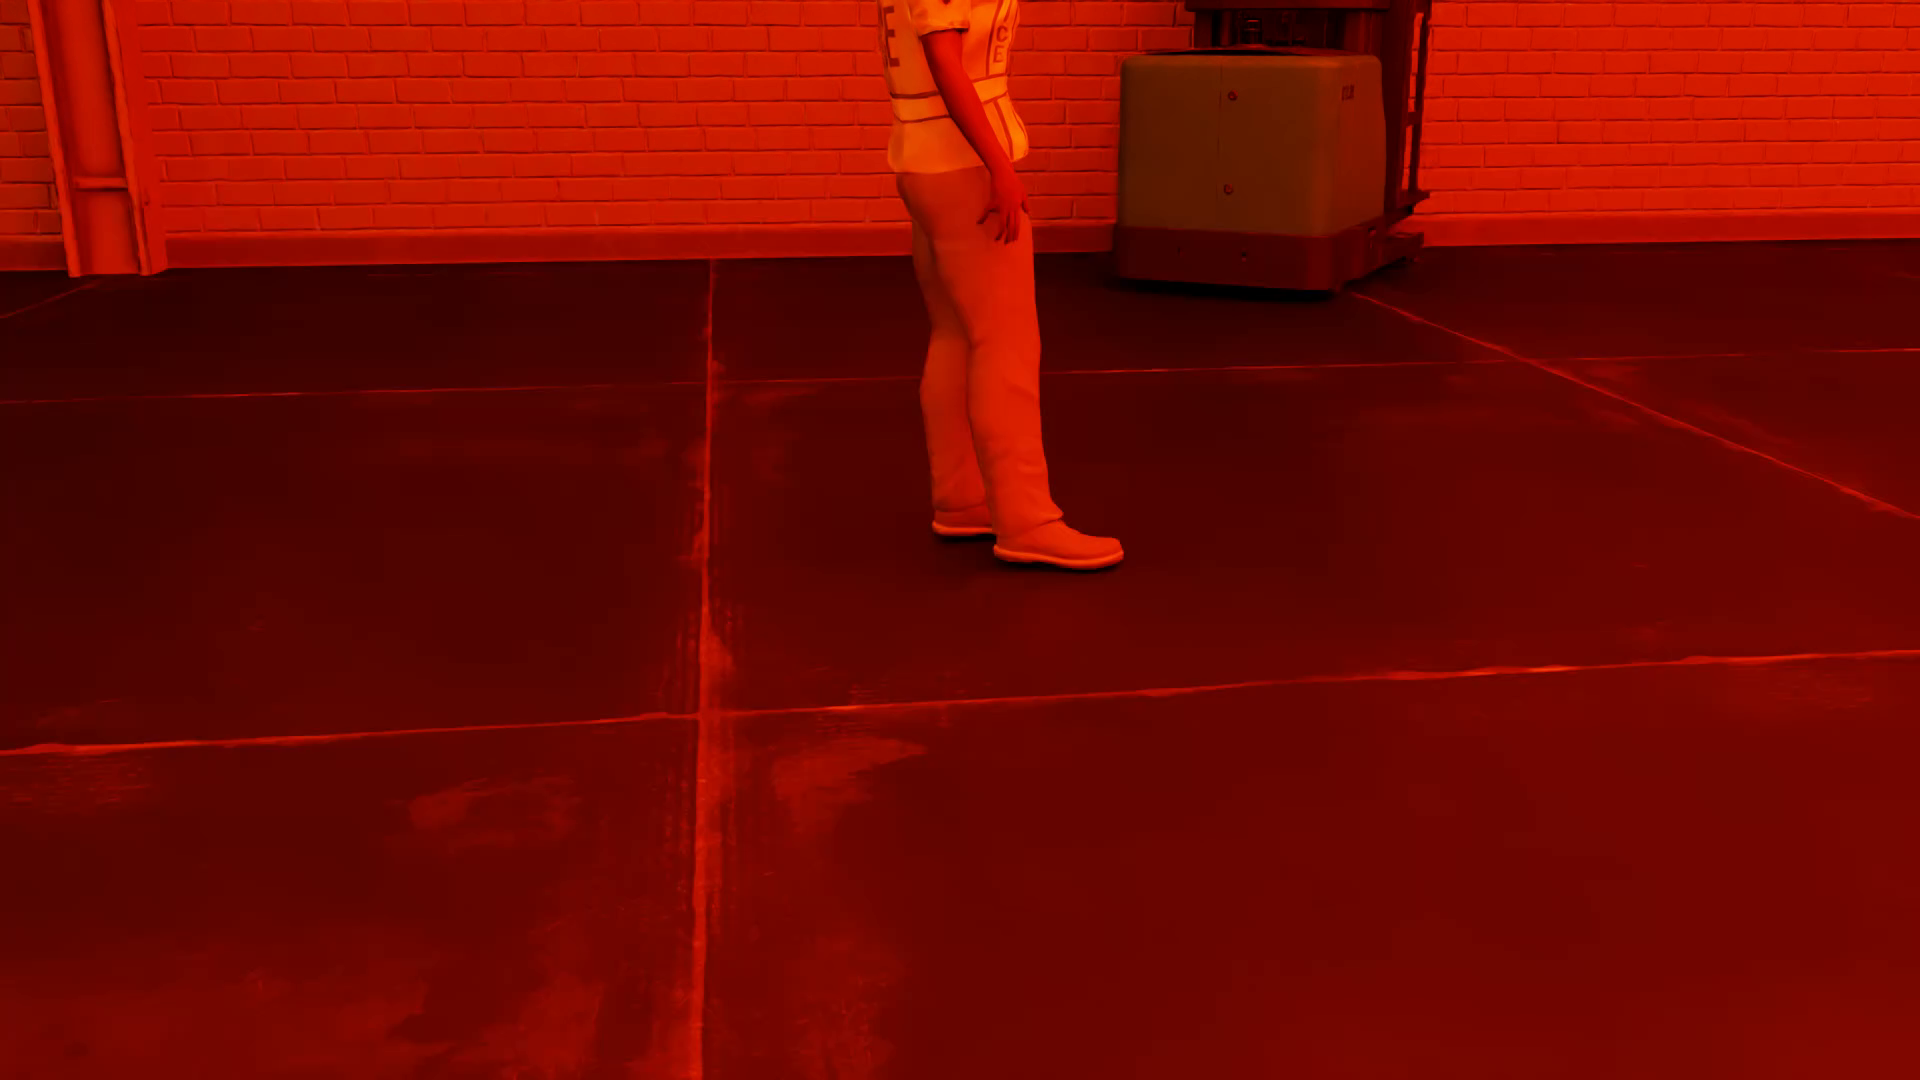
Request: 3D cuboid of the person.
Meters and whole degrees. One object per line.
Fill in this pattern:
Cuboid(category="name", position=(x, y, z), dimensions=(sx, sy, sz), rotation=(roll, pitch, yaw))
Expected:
Cuboid(category="person", position=(0.077, -0.815, 3.710), dimensions=(0.530, 1.695, 0.569), rotation=(-2, 17, -8))

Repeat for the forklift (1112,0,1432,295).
Cuboid(category="forklift", position=(1.835, -2.890, 8.478), dimensions=(1.130, 2.935, 3.031), rotation=(8, 19, 26))
